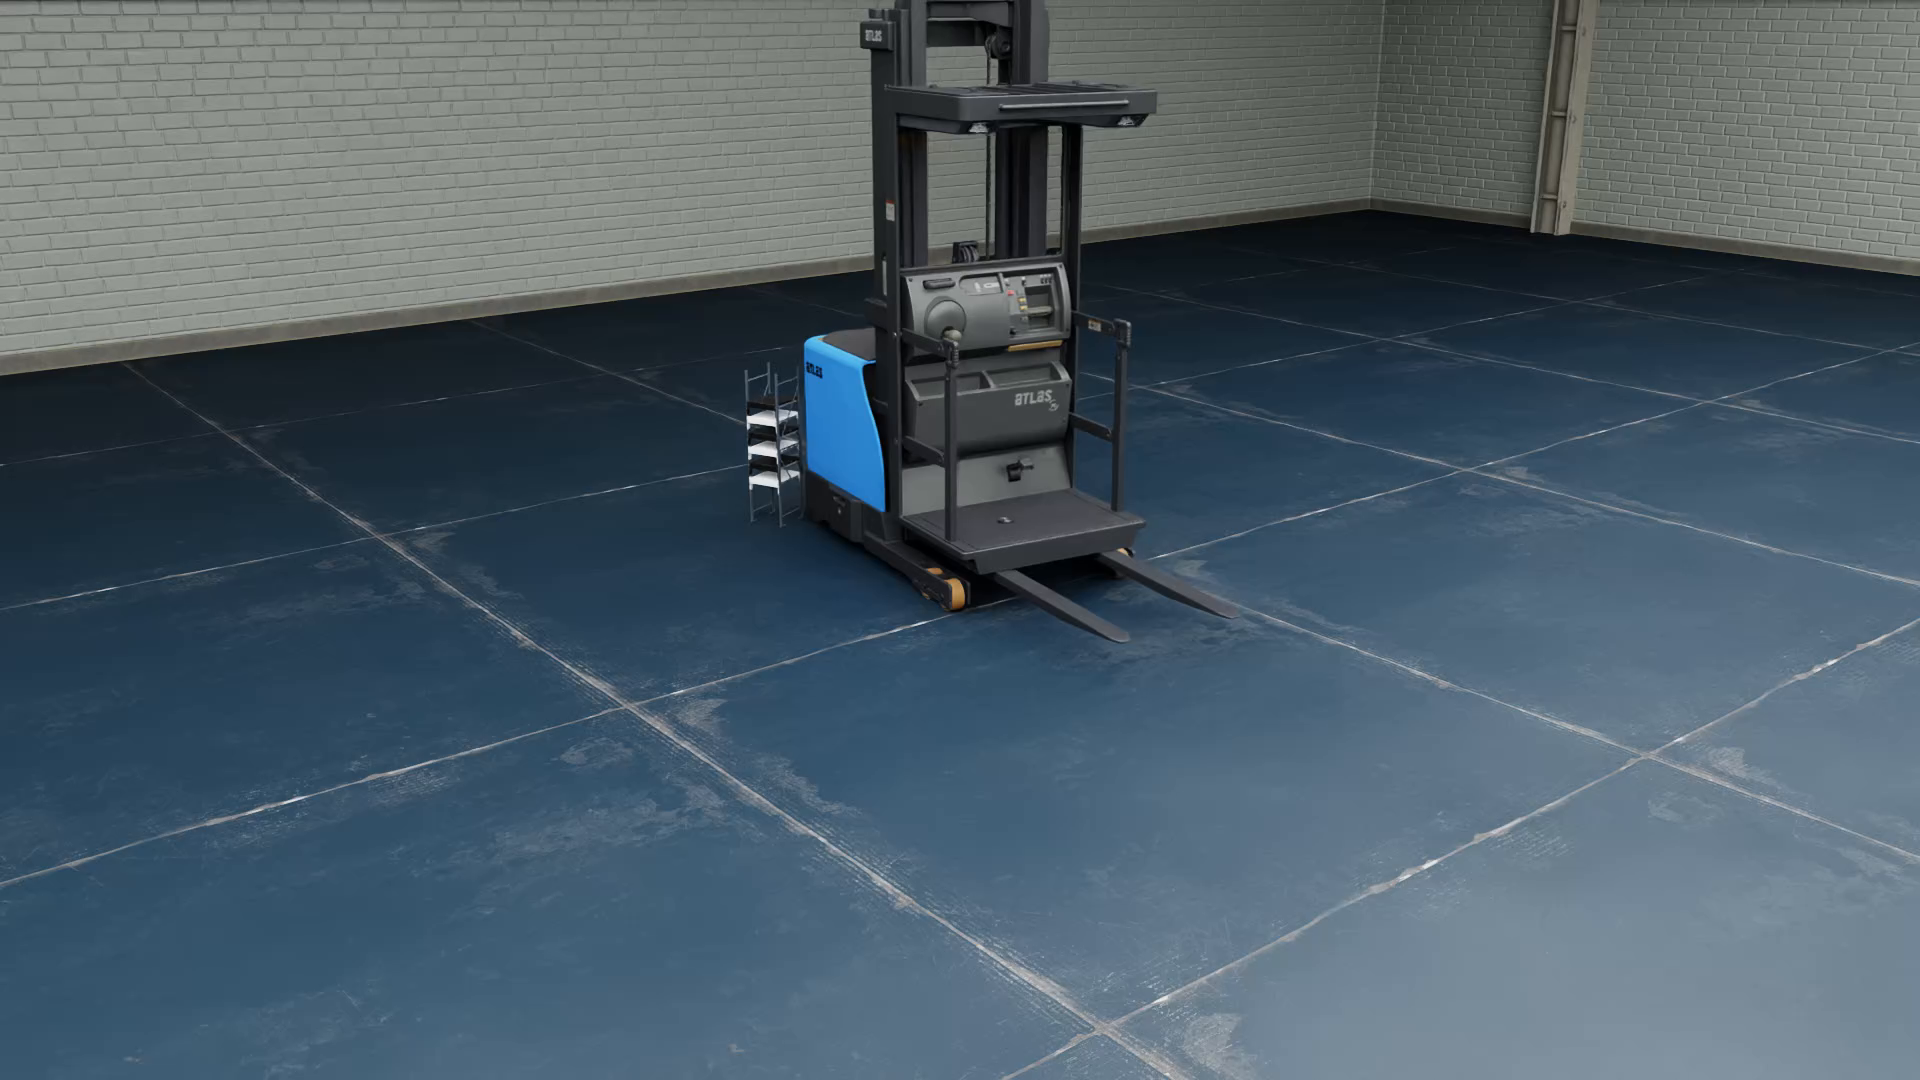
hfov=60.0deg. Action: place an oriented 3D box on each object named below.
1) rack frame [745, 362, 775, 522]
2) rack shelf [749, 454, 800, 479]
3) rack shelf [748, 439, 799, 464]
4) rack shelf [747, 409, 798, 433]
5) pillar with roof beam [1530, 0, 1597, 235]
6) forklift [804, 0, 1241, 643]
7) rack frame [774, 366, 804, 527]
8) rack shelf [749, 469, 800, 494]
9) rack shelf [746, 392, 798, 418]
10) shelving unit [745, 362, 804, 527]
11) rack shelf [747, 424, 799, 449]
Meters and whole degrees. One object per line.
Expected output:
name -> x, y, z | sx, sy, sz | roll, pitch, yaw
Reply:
rack frame -> -1.157, -0.564, 9.635 | 0.006, 0.900, 0.240 | 10, 21, 27
rack shelf -> -1.068, -0.432, 9.628 | 0.200, 0.077, 0.258 | 10, 21, 27
rack shelf -> -1.068, -0.517, 9.599 | 0.200, 0.077, 0.258 | 10, 21, 27
rack shelf -> -1.068, -0.688, 9.543 | 0.200, 0.077, 0.258 | 10, 21, 27
pillar with roof beam -> 4.147, -7.349, 17.240 | 9.100, 9.000, 0.400 | -14, 23, -36
forklift -> 0.257, -1.197, 8.316 | 1.130, 2.935, 3.031 | -10, 21, -28
rack frame -> -0.978, -0.534, 9.543 | 0.006, 0.900, 0.240 | 10, 21, 27
rack shelf -> -1.068, -0.346, 9.656 | 0.200, 0.077, 0.258 | 10, 21, 27
rack shelf -> -1.068, -0.774, 9.514 | 0.200, 0.077, 0.258 | 10, 21, 27
shelving unit -> -1.068, -0.549, 9.589 | 0.210, 0.900, 0.258 | 10, 21, 27
rack shelf -> -1.068, -0.603, 9.571 | 0.200, 0.077, 0.258 | 10, 21, 27
